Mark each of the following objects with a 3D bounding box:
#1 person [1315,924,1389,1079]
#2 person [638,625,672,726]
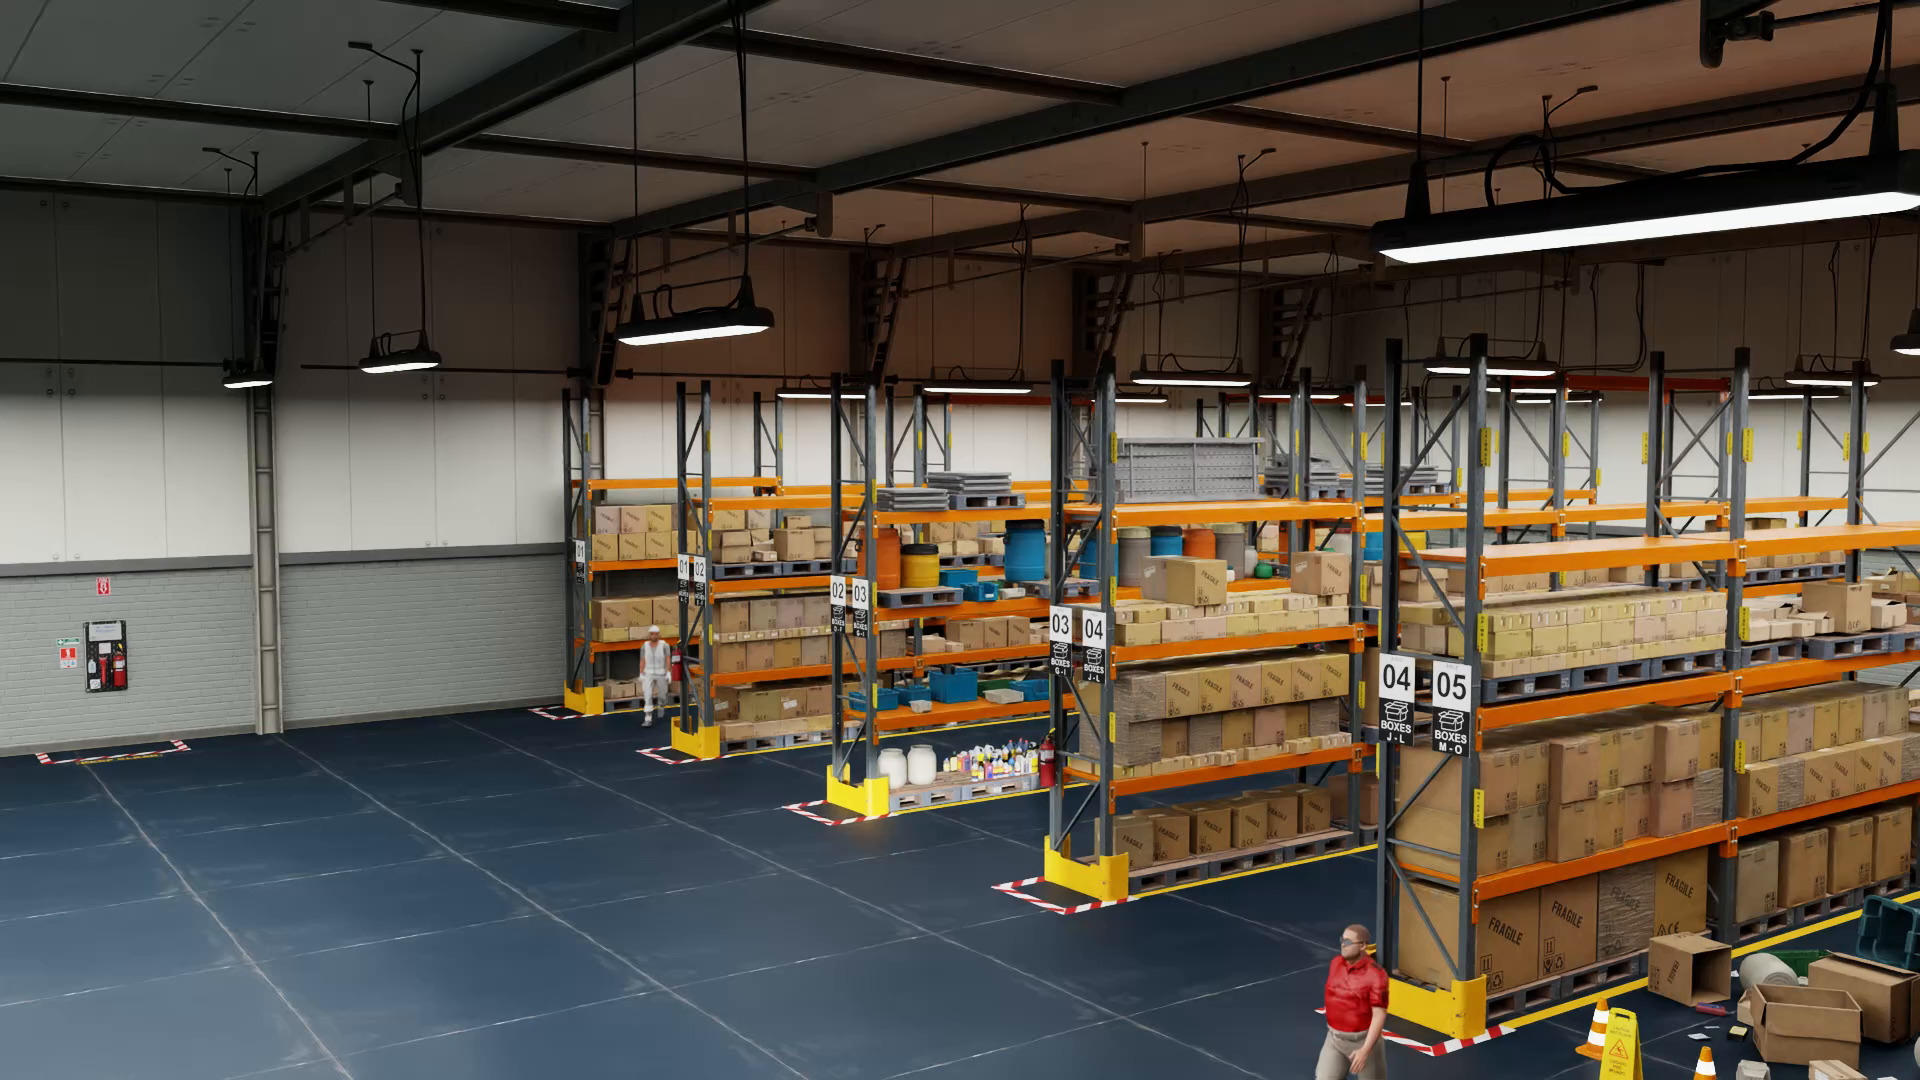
[{"bbox_3d":[2.730,3.551,11.699,1.035,1.670,0.562,-3,5,-40],"label":"person"},{"bbox_3d":[-5.404,2.385,29.504,0.612,1.764,0.910,0,4,-2],"label":"person"}]
